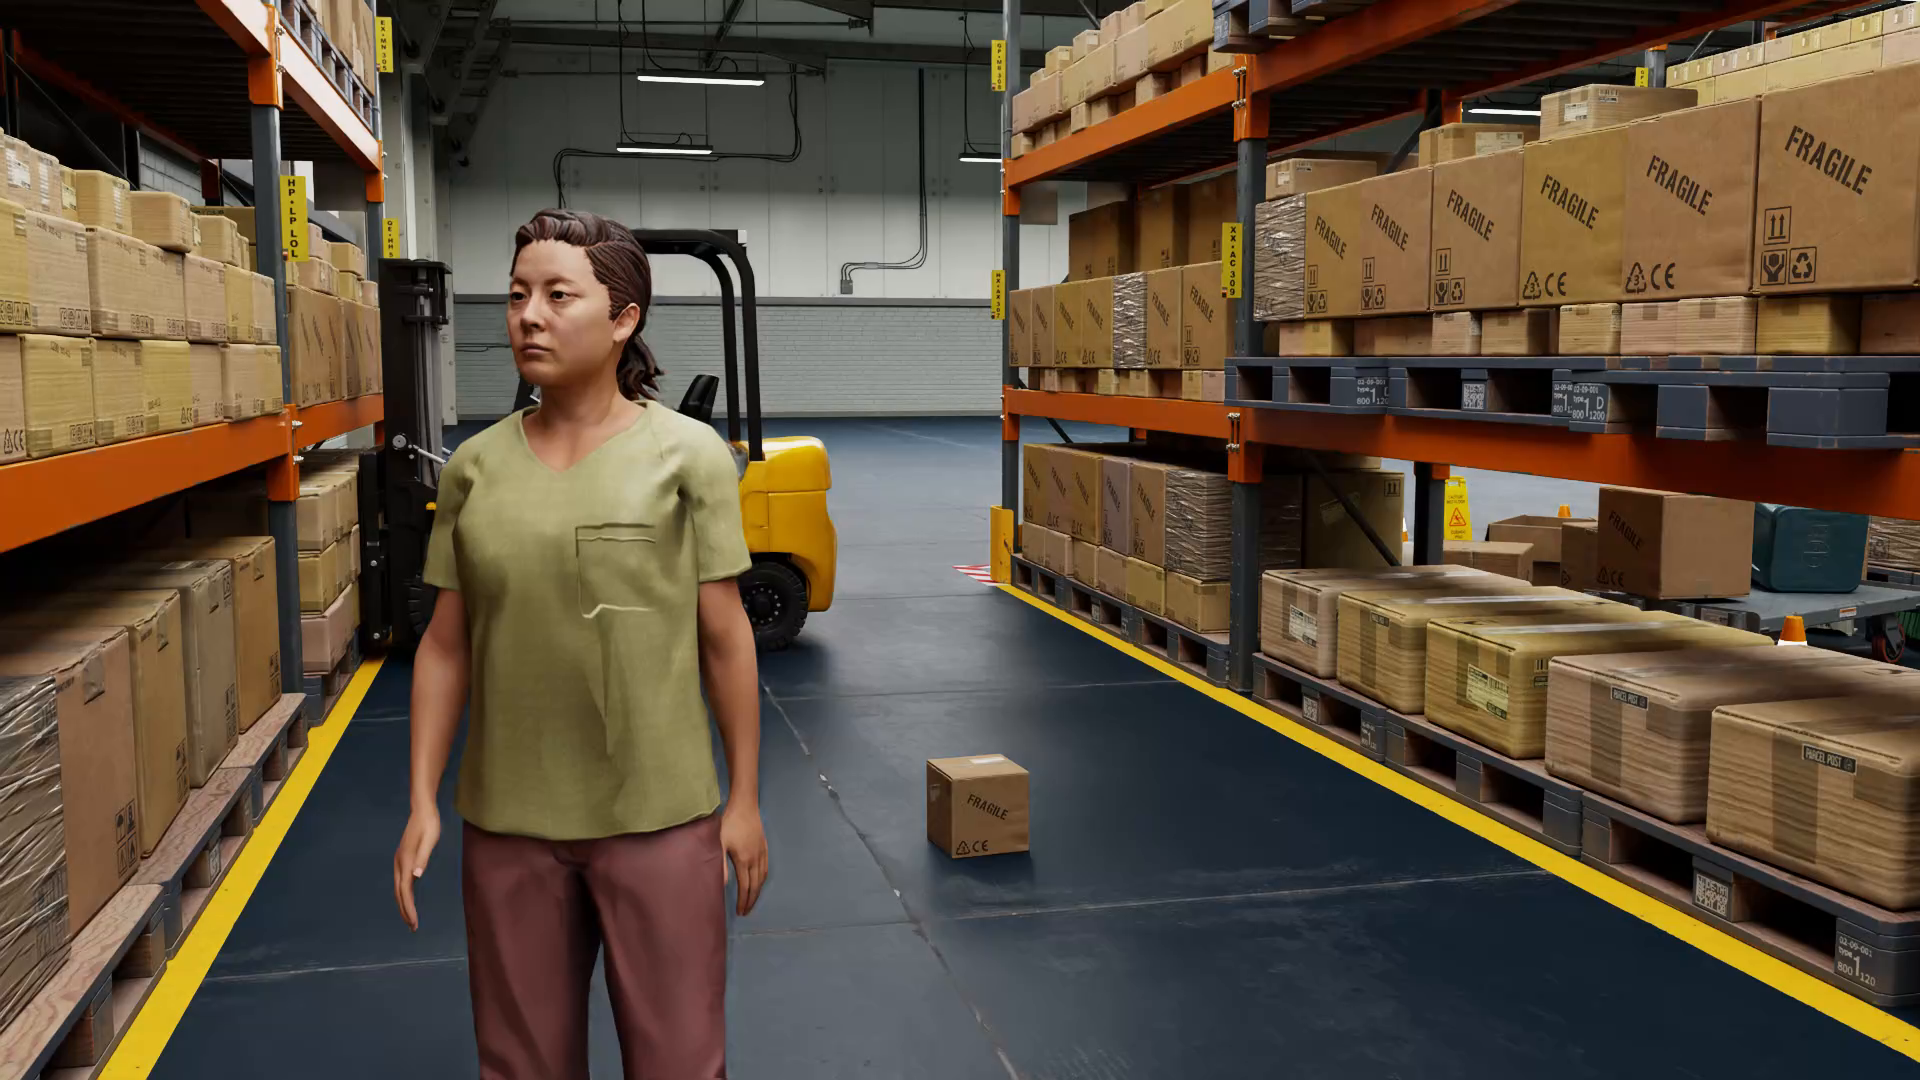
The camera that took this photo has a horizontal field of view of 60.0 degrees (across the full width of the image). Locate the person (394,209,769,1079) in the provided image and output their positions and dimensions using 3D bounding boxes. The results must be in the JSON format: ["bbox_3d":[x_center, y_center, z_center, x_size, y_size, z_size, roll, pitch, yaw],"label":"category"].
[{"bbox_3d":[-0.513,0.417,2.252,0.480,1.714,0.451,1,6,5],"label":"person"}]
